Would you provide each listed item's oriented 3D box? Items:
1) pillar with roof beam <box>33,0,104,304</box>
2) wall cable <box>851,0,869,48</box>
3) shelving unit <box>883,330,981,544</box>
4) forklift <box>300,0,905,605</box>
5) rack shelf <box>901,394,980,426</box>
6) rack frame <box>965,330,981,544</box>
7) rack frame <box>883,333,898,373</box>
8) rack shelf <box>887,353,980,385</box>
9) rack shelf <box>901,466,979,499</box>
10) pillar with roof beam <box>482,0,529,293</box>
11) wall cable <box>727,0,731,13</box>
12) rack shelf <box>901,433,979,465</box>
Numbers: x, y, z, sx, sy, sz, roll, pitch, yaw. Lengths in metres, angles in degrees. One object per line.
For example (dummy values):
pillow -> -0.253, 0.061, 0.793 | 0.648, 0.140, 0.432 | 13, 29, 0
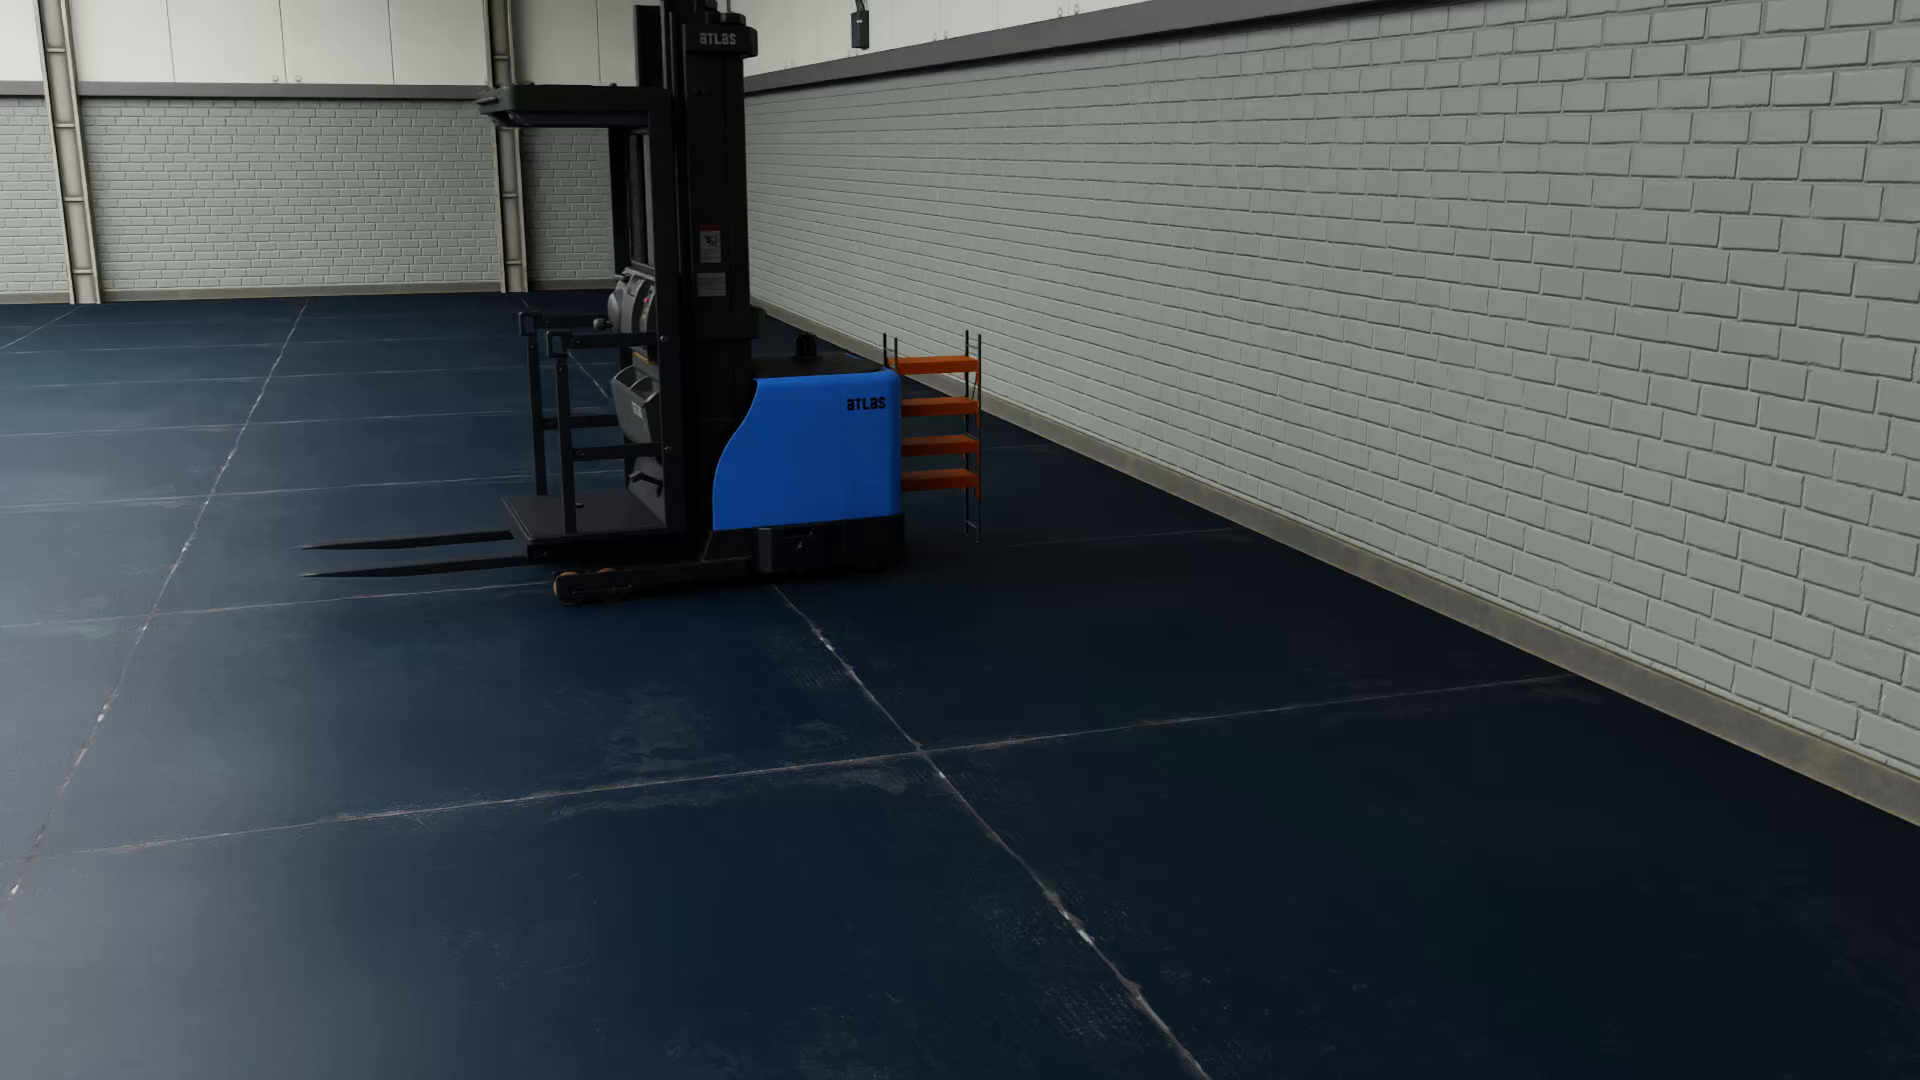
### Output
pillar with roof beam -> -11.259, -6.866, 19.062 | 0.400, 9.000, 9.100 | -4, 14, -18
wall cable -> -0.719, -7.752, 15.436 | 0.169, 6.003, 2.305 | -4, 14, -18
shelving unit -> -0.157, -0.572, 9.453 | 0.503, 1.200, 0.258 | -4, 14, -18
forklift -> -1.868, -1.241, 8.524 | 3.031, 2.935, 1.130 | -5, 14, -21
rack shelf -> -0.157, -0.724, 9.416 | 0.480, 0.148, 0.258 | -4, 14, -18
rack frame -> 0.074, -0.590, 9.528 | 0.015, 1.200, 0.240 | -4, 14, -18
rack frame -> -0.388, -0.553, 9.377 | 0.015, 1.200, 0.240 | -4, 14, -18
rack shelf -> -0.157, -0.954, 9.362 | 0.480, 0.148, 0.258 | -4, 14, -18
rack shelf -> -0.157, -0.313, 9.514 | 0.480, 0.148, 0.258 | -4, 14, -18
pillar with roof beam -> -5.573, -7.309, 20.923 | 0.400, 9.000, 9.100 | -4, 14, -18
wall cable -> -3.732, -6.670, 24.947 | 0.112, 2.526, 3.097 | -4, 14, -18
rack shelf -> -0.157, -0.506, 9.468 | 0.480, 0.148, 0.258 | -4, 14, -18
